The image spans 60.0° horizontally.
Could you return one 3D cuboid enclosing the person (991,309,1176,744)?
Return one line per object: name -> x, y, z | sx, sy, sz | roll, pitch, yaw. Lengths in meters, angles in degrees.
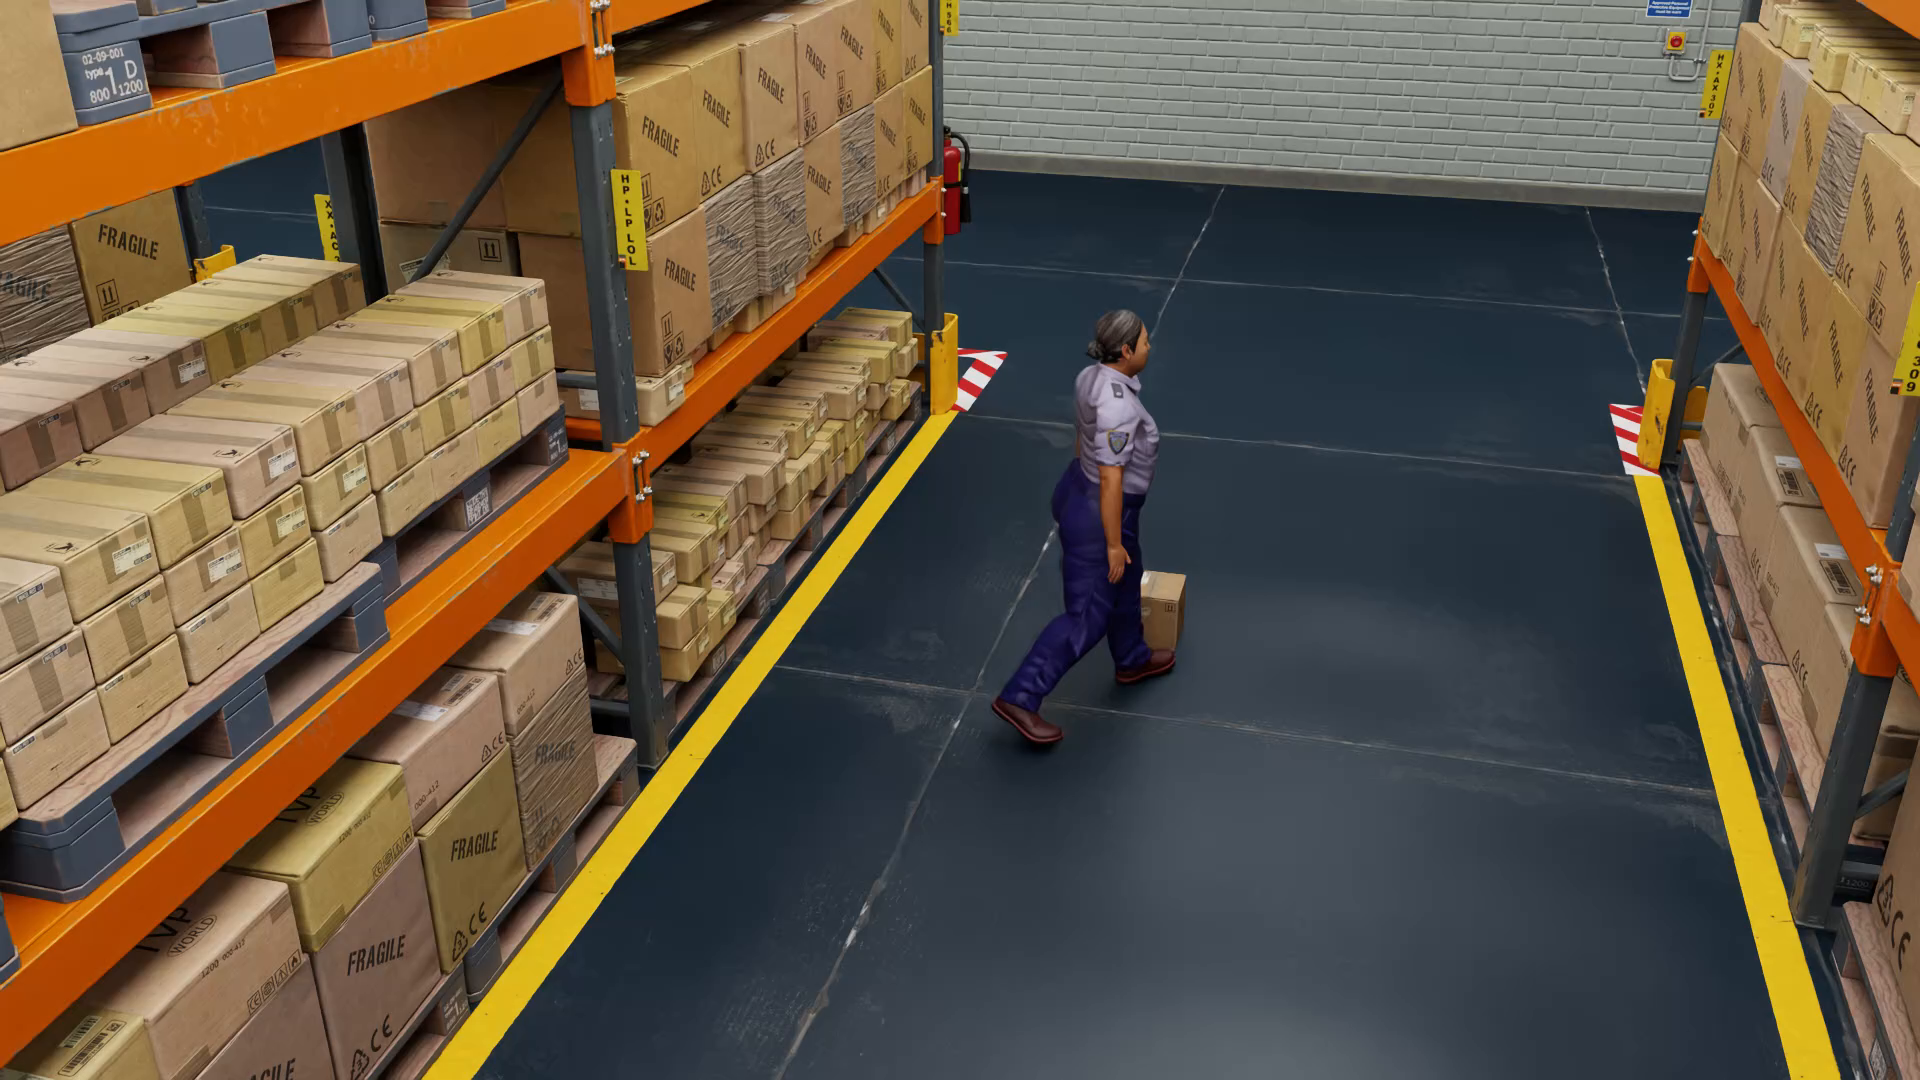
person -> 0.514, -0.081, 6.299 | 0.859, 1.610, 0.659 | -4, 26, -9
